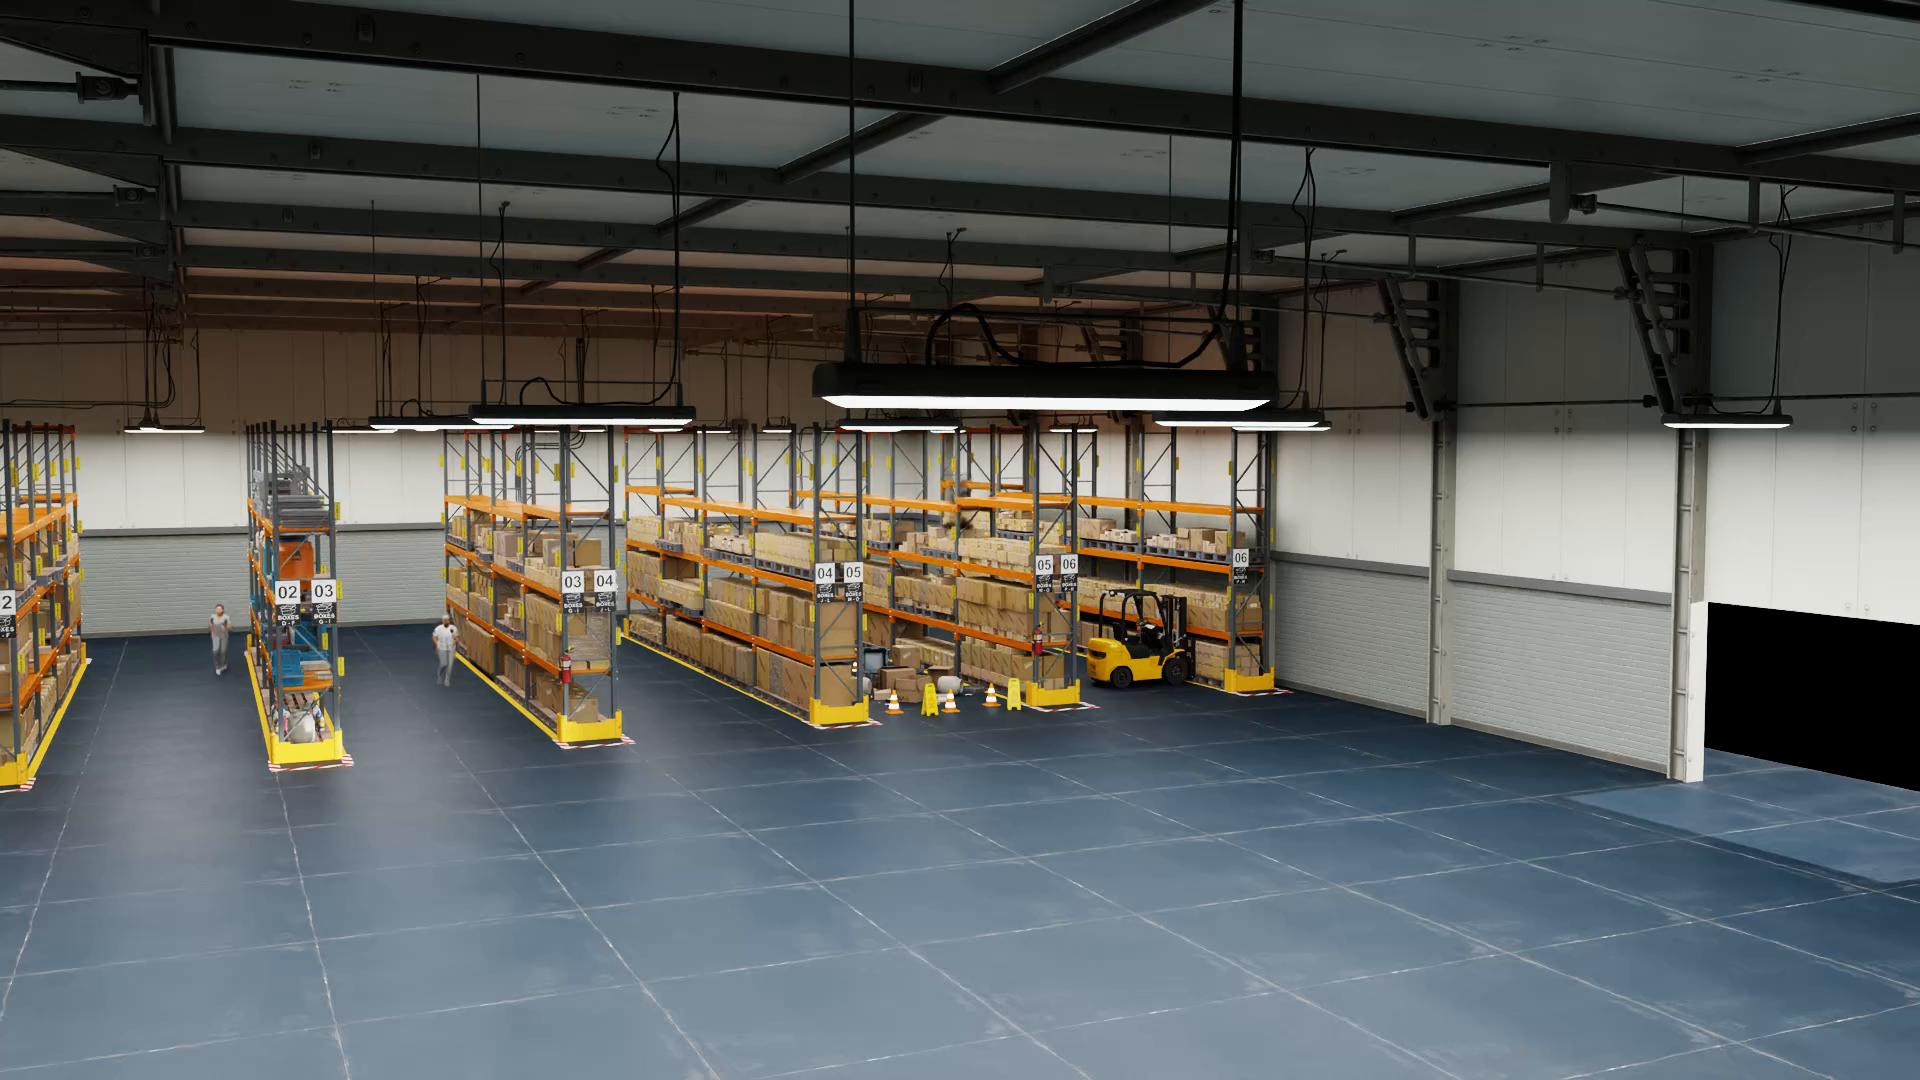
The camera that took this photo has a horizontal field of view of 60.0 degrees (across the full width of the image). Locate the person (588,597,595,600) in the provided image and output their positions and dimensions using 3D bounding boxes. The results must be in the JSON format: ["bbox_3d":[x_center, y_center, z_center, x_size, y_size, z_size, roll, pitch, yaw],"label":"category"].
[{"bbox_3d":[-10.655,1.893,47.516,0.769,1.712,0.600,2,4,26],"label":"person"}]

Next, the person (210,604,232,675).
[{"bbox_3d":[-17.872,2.418,40.215,0.498,1.669,0.838,-1,4,-20],"label":"person"}]

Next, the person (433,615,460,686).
[{"bbox_3d":[-11.726,2.525,38.037,0.587,1.633,0.583,-2,4,-24],"label":"person"}]
